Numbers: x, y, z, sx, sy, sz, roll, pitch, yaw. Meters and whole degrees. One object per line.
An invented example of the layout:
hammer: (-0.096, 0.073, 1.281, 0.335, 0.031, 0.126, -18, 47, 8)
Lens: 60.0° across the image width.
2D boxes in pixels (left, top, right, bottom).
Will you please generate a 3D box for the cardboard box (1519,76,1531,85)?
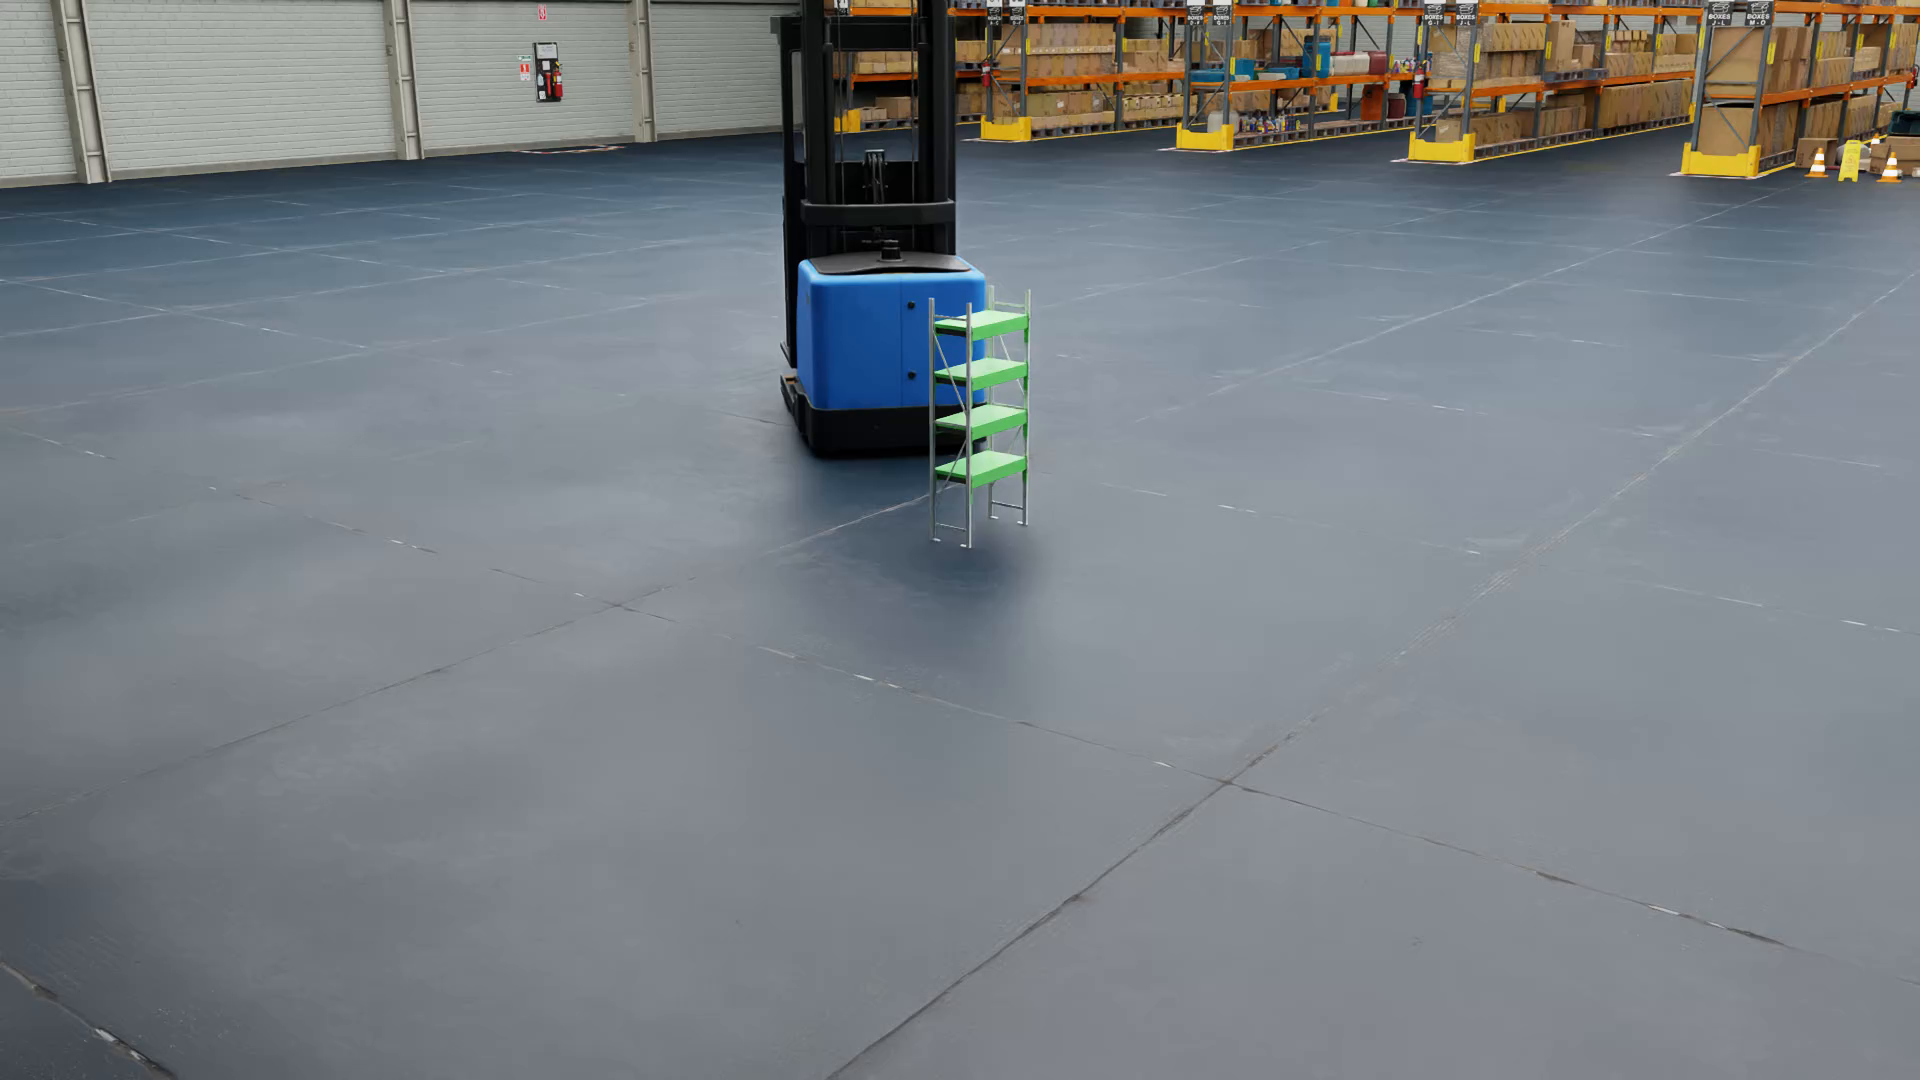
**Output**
cardboard box: (11.054, -9.093, 32.890, 0.380, 0.149, 0.250, 12, 21, 35)

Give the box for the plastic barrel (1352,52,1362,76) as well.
plastic barrel: (9.073, -11.000, 38.420, 0.421, 0.512, 0.421, 0, 17, 0)

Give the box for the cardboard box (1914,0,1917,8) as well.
cardboard box: (21.770, -12.427, 38.398, 0.500, 0.250, 0.500, 14, 22, 37)

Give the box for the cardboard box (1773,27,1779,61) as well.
cardboard box: (13.405, -8.465, 28.371, 0.875, 0.550, 0.550, 12, 21, 35)

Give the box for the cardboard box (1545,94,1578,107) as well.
cardboard box: (13.060, -9.536, 36.103, 0.500, 0.250, 0.500, 16, 23, 41)

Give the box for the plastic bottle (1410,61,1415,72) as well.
plastic bottle: (11.109, -11.647, 40.901, 0.152, 0.276, 0.135, 12, 21, 35)

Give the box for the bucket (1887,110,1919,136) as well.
bucket: (17.053, -7.324, 29.728, 0.620, 0.611, 0.726, 0, 14, -35)

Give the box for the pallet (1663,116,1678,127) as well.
pallet: (17.369, -10.535, 41.812, 1.003, 0.211, 1.213, 12, 21, 35)

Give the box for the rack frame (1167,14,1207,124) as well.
rack frame: (5.789, -12.206, 42.492, 1.000, 3.000, 0.127, 12, 21, 35)

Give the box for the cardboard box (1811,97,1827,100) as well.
cardboard box: (17.863, -9.128, 34.823, 0.500, 0.250, 0.500, 12, 21, 33)

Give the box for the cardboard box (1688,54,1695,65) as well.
cardboard box: (18.434, -12.268, 42.443, 0.500, 0.250, 0.500, 12, 21, 34)

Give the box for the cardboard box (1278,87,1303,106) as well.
cardboard box: (9.288, -12.625, 47.309, 0.797, 0.503, 0.637, 12, 21, 35)

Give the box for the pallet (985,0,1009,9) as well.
pallet: (0.494, -13.847, 43.033, 1.213, 0.211, 1.003, 12, 21, 35)

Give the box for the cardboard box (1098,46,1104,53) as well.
cardboard box: (3.113, -11.387, 38.592, 0.380, 0.149, 0.250, 12, 21, 33)

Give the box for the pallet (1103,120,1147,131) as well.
pallet: (3.814, -10.104, 40.425, 1.003, 0.211, 1.213, 12, 21, 35)

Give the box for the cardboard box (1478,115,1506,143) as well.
cardboard box: (10.447, -8.121, 32.844, 0.500, 0.500, 0.500, 10, 20, 30)

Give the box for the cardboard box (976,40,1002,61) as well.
cardboard box: (0.812, -12.924, 43.893, 0.700, 0.500, 0.500, 12, 21, 35)

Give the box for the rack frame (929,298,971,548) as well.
rack frame: (-0.047, -0.554, 8.006, 0.240, 1.200, 0.015, 12, 21, 35)

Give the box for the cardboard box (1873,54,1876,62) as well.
cardboard box: (19.665, -10.478, 36.142, 0.380, 0.149, 0.250, 14, 22, 37)

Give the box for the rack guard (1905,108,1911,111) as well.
rack guard: (22.387, -10.248, 40.401, 1.175, 0.500, 0.348, 12, 21, 35)

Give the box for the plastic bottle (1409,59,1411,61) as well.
plastic bottle: (11.508, -12.183, 42.615, 0.061, 0.283, 0.133, 12, 21, 35)

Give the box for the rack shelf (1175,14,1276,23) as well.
rack shelf: (6.981, -13.771, 43.688, 1.077, 0.370, 4.000, 12, 21, 35)

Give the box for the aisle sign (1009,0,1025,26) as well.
aisle sign: (1.230, -11.472, 35.746, 0.394, 0.787, 0.004, 12, 21, 35)

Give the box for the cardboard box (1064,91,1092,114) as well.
cardboard box: (2.703, -10.113, 38.416, 0.500, 0.500, 0.500, 12, 21, 35)

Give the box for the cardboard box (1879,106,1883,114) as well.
cardboard box: (20.633, -9.731, 37.616, 0.380, 0.149, 0.250, 14, 22, 37)

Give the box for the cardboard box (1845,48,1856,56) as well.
cardboard box: (18.255, -10.059, 34.291, 0.380, 0.149, 0.250, 12, 21, 33)

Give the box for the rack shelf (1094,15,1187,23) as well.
rack shelf: (5.384, -15.599, 49.572, 1.077, 0.370, 4.000, 12, 21, 35)

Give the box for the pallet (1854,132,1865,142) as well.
pallet: (18.860, -8.698, 35.896, 1.003, 0.211, 1.213, 12, 21, 35)

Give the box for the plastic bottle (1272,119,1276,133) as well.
plastic bottle: (6.714, -8.862, 35.582, 0.097, 0.271, 0.097, 0, 17, 0)

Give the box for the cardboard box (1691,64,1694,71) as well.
cardboard box: (18.562, -12.097, 42.565, 0.380, 0.149, 0.250, 13, 21, 36)

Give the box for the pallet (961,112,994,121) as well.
pallet: (0.615, -11.274, 44.191, 1.003, 0.211, 1.213, 12, 21, 35)

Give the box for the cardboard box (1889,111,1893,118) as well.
cardboard box: (21.432, -9.887, 38.620, 0.380, 0.149, 0.250, 13, 21, 35)

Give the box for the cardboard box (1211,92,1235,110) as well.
cardboard box: (6.900, -11.525, 43.771, 0.500, 0.500, 0.500, 12, 21, 34)

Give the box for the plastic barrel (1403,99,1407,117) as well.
plastic barrel: (10.981, -10.881, 41.712, 0.421, 0.512, 0.421, 0, 17, 0)

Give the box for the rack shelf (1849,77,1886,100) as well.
rack shelf: (18.858, -9.687, 35.593, 1.077, 0.370, 4.000, 12, 21, 35)

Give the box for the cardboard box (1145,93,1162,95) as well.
cardboard box: (4.935, -11.162, 42.112, 0.500, 0.311, 0.500, 12, 21, 33)

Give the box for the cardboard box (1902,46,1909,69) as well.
cardboard box: (21.766, -11.253, 38.752, 0.500, 0.500, 0.500, 13, 21, 35)

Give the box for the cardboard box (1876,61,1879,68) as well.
cardboard box: (19.972, -10.458, 36.578, 0.380, 0.149, 0.250, 12, 21, 33)

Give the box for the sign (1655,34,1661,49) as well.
sign: (16.568, -11.829, 39.459, 0.100, 0.325, 0.005, 12, 21, 35)

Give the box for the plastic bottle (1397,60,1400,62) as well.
plastic bottle: (11.015, -11.960, 41.908, 0.152, 0.276, 0.135, 12, 21, 35)

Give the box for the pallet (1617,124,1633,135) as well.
pallet: (15.001, -9.587, 38.759, 1.003, 0.211, 1.213, 12, 21, 35)

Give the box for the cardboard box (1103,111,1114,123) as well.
cardboard box: (3.305, -9.992, 39.290, 0.500, 0.250, 0.500, 12, 21, 35)

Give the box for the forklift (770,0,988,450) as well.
forklift: (-0.616, -2.318, 10.765, 1.130, 2.935, 3.031, -3, 18, -10)

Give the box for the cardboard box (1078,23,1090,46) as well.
cardboard box: (2.548, -11.574, 38.101, 0.700, 0.500, 0.500, 12, 21, 35)

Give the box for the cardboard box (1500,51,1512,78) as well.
cardboard box: (10.168, -9.234, 32.251, 0.875, 0.500, 0.500, 12, 21, 35)

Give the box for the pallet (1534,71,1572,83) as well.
pallet: (11.932, -9.567, 34.316, 1.003, 0.211, 1.213, 12, 21, 35)

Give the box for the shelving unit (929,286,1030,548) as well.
shelving unit: (0.099, -0.612, 8.193, 0.258, 1.200, 0.503, 12, 21, 35)

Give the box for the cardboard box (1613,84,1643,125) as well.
cardboard box: (15.229, -10.224, 38.985, 1.225, 0.875, 0.875, 12, 21, 33)

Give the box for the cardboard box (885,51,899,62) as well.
cardboard box: (-1.817, -11.770, 40.041, 0.500, 0.500, 0.500, 12, 21, 33)

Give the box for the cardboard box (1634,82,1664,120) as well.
cardboard box: (16.584, -10.736, 40.634, 0.875, 0.875, 0.875, 12, 21, 35)

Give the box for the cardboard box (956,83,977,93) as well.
cardboard box: (0.110, -11.786, 43.348, 0.500, 0.250, 0.500, 12, 21, 34)

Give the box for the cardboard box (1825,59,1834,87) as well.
cardboard box: (16.412, -8.966, 31.889, 0.500, 0.500, 0.500, 12, 21, 34)

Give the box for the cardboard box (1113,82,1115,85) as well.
cardboard box: (4.474, -13.510, 49.105, 0.380, 0.149, 0.250, 12, 21, 34)

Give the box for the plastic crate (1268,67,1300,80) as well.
plastic crate: (6.940, -9.995, 35.621, 0.499, 0.251, 0.616, 12, 21, 35)

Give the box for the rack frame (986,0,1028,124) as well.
rack frame: (1.023, -10.301, 36.356, 1.000, 3.000, 0.127, 12, 21, 35)
